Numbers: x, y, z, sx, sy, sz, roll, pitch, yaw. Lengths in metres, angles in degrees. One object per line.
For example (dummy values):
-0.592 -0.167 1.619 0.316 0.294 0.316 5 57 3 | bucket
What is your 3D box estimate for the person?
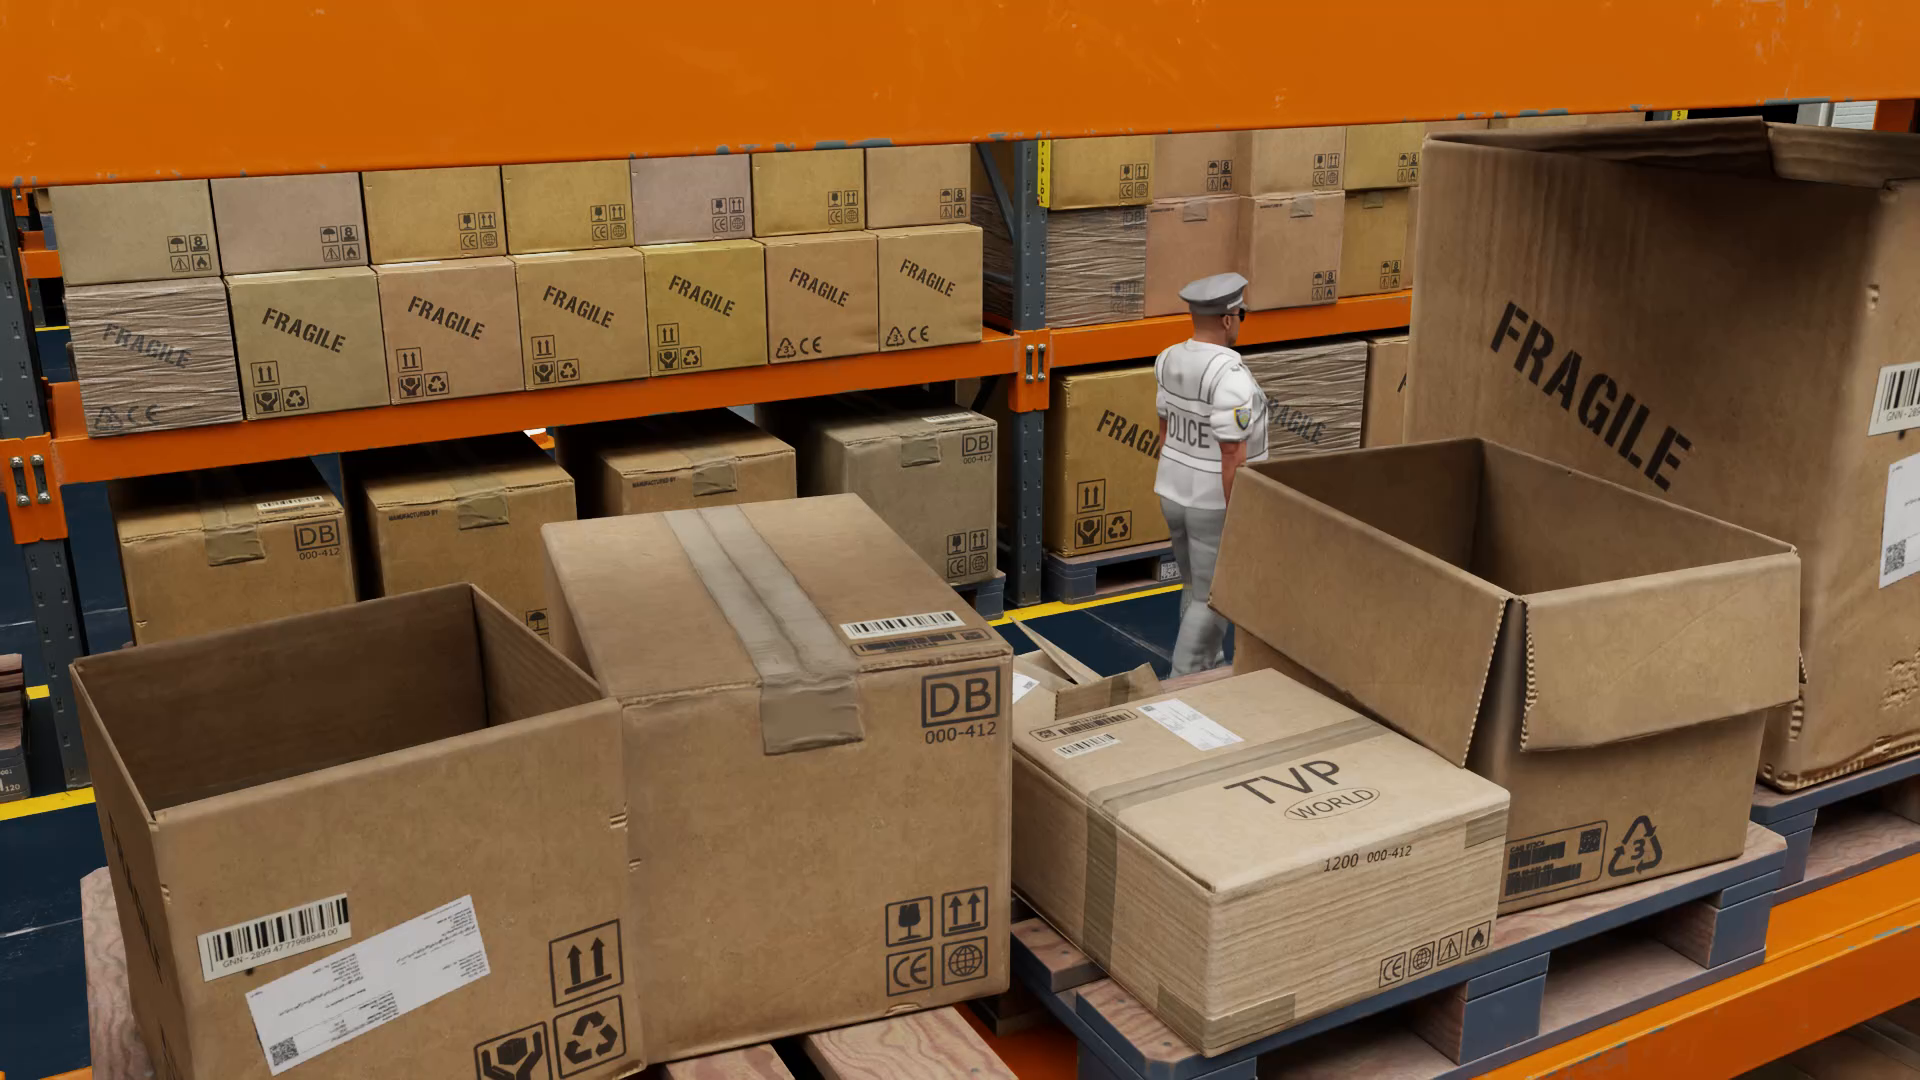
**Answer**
1.026 -0.163 6.527 0.610 1.772 0.539 -9 21 -26 | person
